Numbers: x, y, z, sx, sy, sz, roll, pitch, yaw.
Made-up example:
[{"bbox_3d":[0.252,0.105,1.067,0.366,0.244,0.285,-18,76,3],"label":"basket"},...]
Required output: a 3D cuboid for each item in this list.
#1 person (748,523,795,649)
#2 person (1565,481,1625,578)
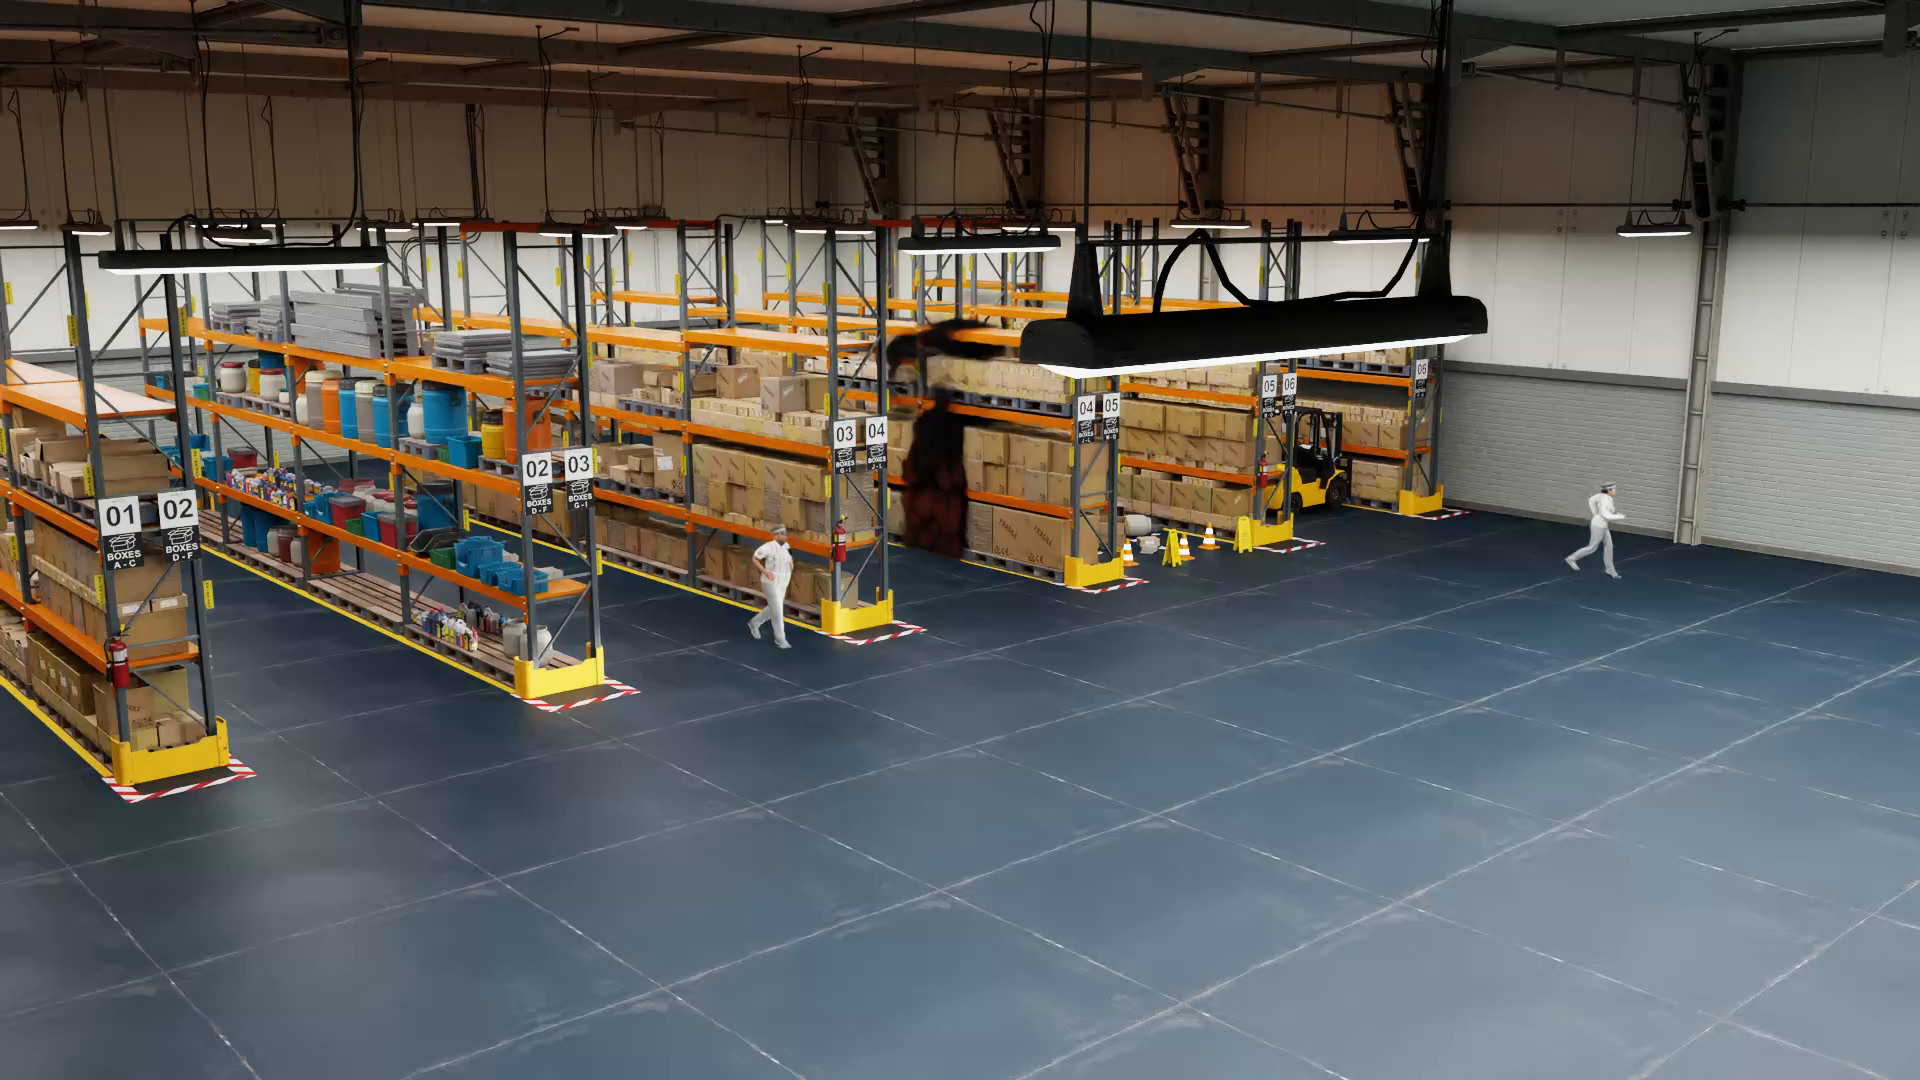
[{"bbox_3d":[-2.697,0.635,24.363,0.913,1.799,0.690,7,14,33],"label":"person"},{"bbox_3d":[10.967,-0.188,28.664,0.929,1.715,0.644,4,12,19],"label":"person"}]
